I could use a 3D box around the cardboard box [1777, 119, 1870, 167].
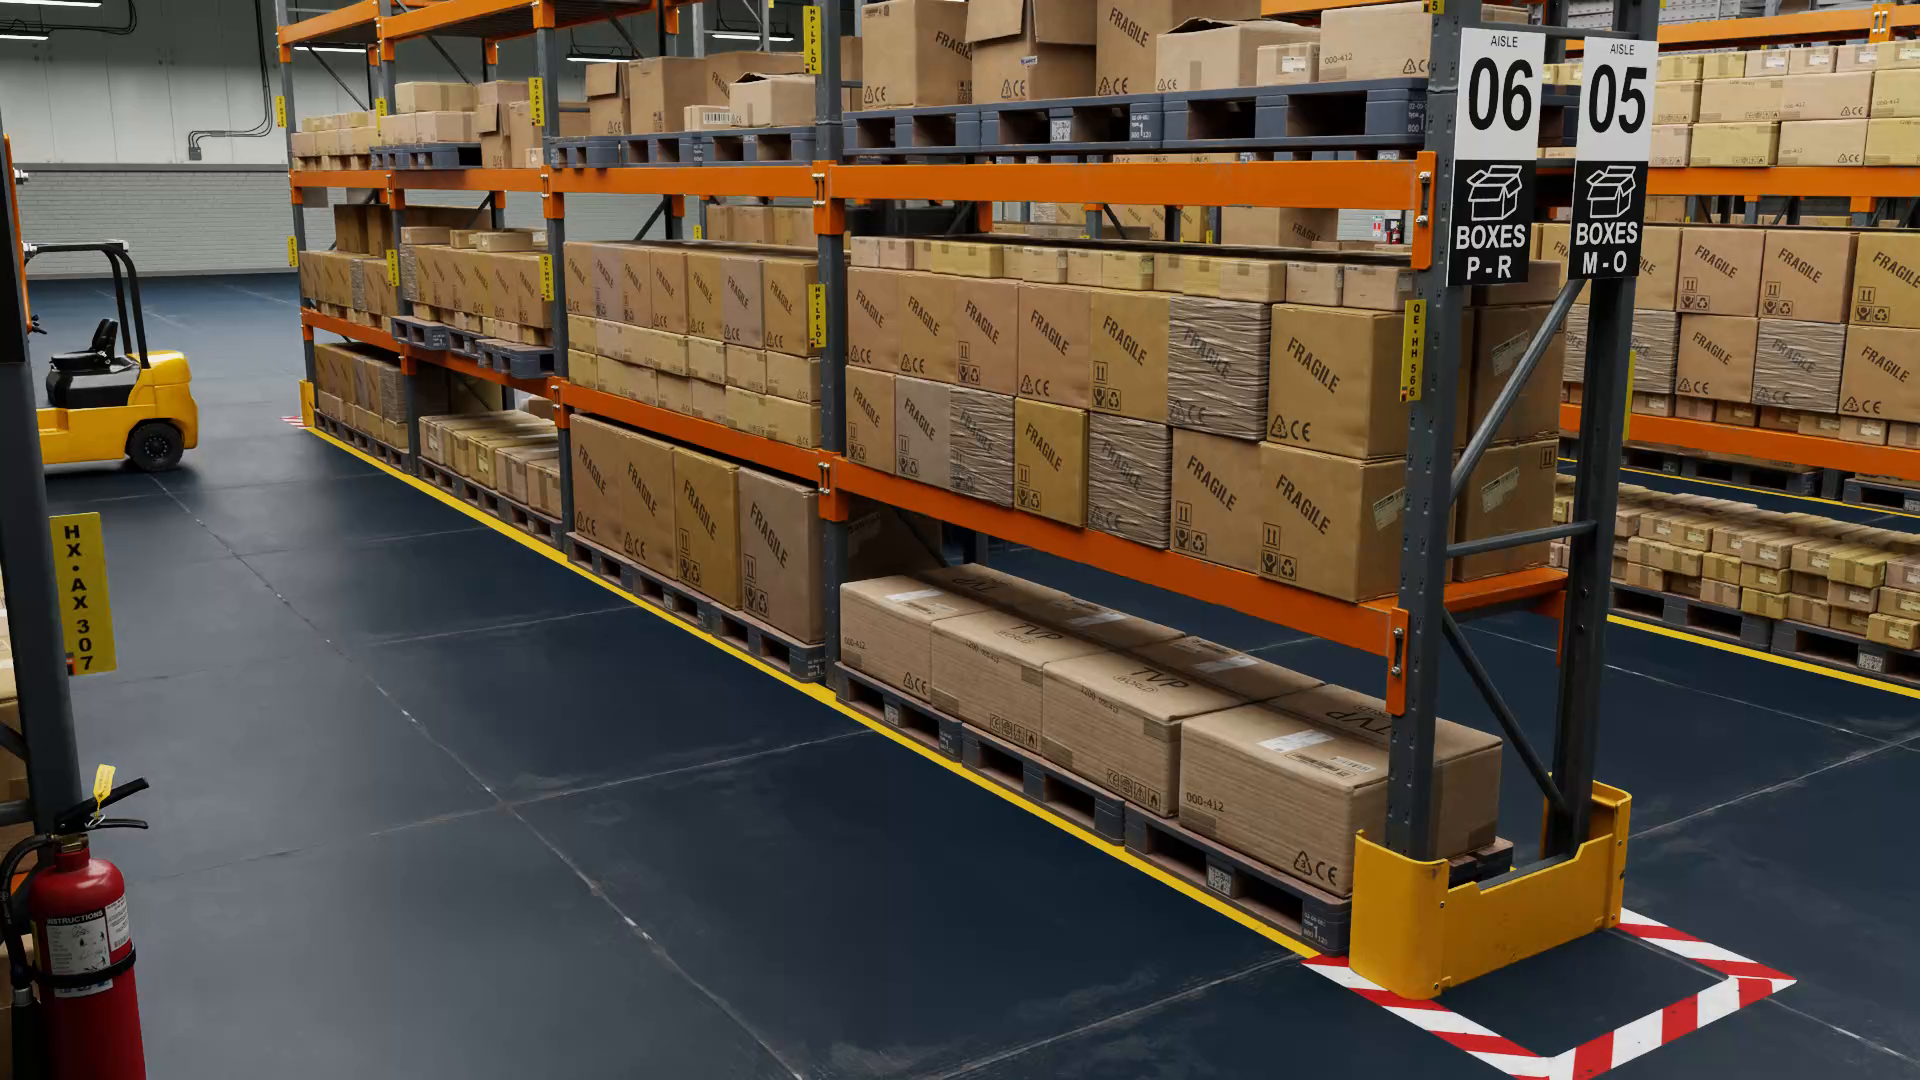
[{"bbox_3d":[4.966,-2.217,9.307,0.500,0.250,0.500,-7,14,-30],"label":"cardboard box"}]

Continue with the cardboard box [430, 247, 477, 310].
[{"bbox_3d":[-4.161,-2.229,14.120,0.500,0.500,0.500,-8,15,-33],"label":"cardboard box"}]

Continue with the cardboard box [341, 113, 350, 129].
[{"bbox_3d":[-5.855,-4.111,16.340,0.380,0.149,0.250,-8,15,-32],"label":"cardboard box"}]

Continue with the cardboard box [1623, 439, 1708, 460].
[{"bbox_3d":[7.093,-1.313,15.837,1.225,0.875,0.875,-9,15,-35],"label":"cardboard box"}]

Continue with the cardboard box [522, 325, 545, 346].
[{"bbox_3d":[-3.093,-1.566,12.608,0.380,0.149,0.250,-8,15,-32],"label":"cardboard box"}]

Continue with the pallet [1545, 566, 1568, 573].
[{"bbox_3d":[4.176,0.171,11.587,1.003,0.211,1.213,-8,15,-33],"label":"pallet"}]

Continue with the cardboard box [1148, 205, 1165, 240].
[{"bbox_3d":[2.771,-4.118,21.398,0.500,0.500,0.500,-8,15,-33],"label":"cardboard box"}]

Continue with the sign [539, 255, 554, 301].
[{"bbox_3d":[-2.953,-1.875,11.891,0.100,0.325,0.005,-8,15,-33],"label":"sign"}]

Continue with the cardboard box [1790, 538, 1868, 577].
[{"bbox_3d":[5.055,0.101,9.675,0.380,0.149,0.250,-9,15,-35],"label":"cardboard box"}]

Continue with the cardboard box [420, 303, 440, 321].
[{"bbox_3d":[-4.549,-2.027,14.714,0.380,0.149,0.250,-8,15,-32],"label":"cardboard box"}]

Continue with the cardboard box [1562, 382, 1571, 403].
[{"bbox_3d":[4.055,-1.017,11.077,0.380,0.149,0.250,-9,15,-35],"label":"cardboard box"}]

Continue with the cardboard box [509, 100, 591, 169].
[{"bbox_3d":[-3.023,-3.098,12.753,0.700,0.500,0.500,-8,15,-33],"label":"cardboard box"}]

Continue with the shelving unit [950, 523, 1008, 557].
[{"bbox_3d":[0.137,-0.506,12.367,0.258,1.200,0.503,-6,14,-24],"label":"shelving unit"}]

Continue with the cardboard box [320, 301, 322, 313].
[{"bbox_3d":[-6.692,-2.529,17.995,0.380,0.149,0.250,-9,15,-35],"label":"cardboard box"}]

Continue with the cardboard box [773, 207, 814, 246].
[{"bbox_3d":[-1.720,-3.690,19.834,0.875,0.550,0.500,-8,15,-33],"label":"cardboard box"}]

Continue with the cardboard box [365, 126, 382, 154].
[{"bbox_3d":[-5.192,-3.710,15.439,0.500,0.250,0.500,-8,15,-33],"label":"cardboard box"}]

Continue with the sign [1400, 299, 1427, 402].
[{"bbox_3d":[1.466,-0.611,5.370,0.100,0.325,0.005,-8,15,-33],"label":"sign"}]

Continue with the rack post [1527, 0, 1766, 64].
[{"bbox_3d":[8.813,-6.573,21.388,1.013,1.000,3.121,-8,15,-33],"label":"rack post"}]

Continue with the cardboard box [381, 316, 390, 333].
[{"bbox_3d":[-5.299,-2.068,15.883,0.380,0.149,0.250,-8,15,-32],"label":"cardboard box"}]

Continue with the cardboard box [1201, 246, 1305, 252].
[{"bbox_3d":[1.253,-1.174,7.116,0.380,0.149,0.250,-8,15,-32],"label":"cardboard box"}]

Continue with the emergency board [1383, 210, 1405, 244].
[{"bbox_3d":[10.128,-7.258,39.030,0.194,1.169,0.643,-8,15,-33],"label":"emergency board"}]

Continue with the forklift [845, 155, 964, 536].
[{"bbox_3d":[-0.435,-1.713,13.833,1.130,2.935,3.031,-4,13,-20],"label":"forklift"}]

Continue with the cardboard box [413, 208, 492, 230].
[{"bbox_3d":[-4.786,-2.912,15.887,0.700,0.500,0.500,-8,15,-33],"label":"cardboard box"}]

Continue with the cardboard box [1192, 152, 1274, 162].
[{"bbox_3d":[2.217,-3.223,13.323,0.500,0.500,0.500,-8,15,-33],"label":"cardboard box"}]

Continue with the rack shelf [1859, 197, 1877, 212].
[{"bbox_3d":[9.068,-2.634,12.548,1.077,0.370,4.000,-8,15,-33],"label":"rack shelf"}]

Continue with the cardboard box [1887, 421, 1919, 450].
[{"bbox_3d":[5.317,-0.589,9.120,0.380,0.149,0.250,-8,15,-33],"label":"cardboard box"}]

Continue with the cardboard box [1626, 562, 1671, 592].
[{"bbox_3d":[4.461,0.210,10.573,0.380,0.149,0.250,-9,15,-34],"label":"cardboard box"}]

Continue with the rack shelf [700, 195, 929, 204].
[{"bbox_3d":[-1.766,-4.199,19.705,1.077,0.370,4.000,-8,15,-33],"label":"rack shelf"}]

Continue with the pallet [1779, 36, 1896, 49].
[{"bbox_3d":[10.241,-5.685,19.171,1.213,0.211,1.003,-8,15,-33],"label":"pallet"}]

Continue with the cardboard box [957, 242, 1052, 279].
[{"bbox_3d":[0.210,-1.284,7.619,0.380,0.149,0.250,-9,15,-34],"label":"cardboard box"}]

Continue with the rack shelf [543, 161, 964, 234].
[{"bbox_3d":[-1.398,-2.173,10.438,1.077,0.370,4.000,-8,15,-33],"label":"rack shelf"}]

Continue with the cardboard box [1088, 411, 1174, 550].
[{"bbox_3d":[0.880,-0.276,6.869,0.500,0.500,0.500,-8,14,-31],"label":"cardboard box"}]

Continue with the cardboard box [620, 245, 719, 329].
[{"bbox_3d":[-1.880,-1.654,10.829,0.500,0.500,0.500,-8,14,-31],"label":"cardboard box"}]

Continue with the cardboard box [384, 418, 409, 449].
[{"bbox_3d":[-5.274,-1.061,16.145,0.500,0.250,0.500,-7,14,-30],"label":"cardboard box"}]

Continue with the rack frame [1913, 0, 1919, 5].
[{"bbox_3d":[15.898,-7.988,28.327,1.000,3.000,0.127,-8,15,-33],"label":"rack frame"}]

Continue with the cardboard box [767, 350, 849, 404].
[{"bbox_3d":[-0.737,-0.923,9.244,0.500,0.250,0.500,-8,15,-33],"label":"cardboard box"}]

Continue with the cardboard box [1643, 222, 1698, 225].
[{"bbox_3d":[4.551,-1.846,11.013,0.500,0.500,0.500,-9,15,-35],"label":"cardboard box"}]

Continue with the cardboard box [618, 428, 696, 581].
[{"bbox_3d":[-1.702,-0.290,11.156,0.875,0.875,0.875,-8,15,-32],"label":"cardboard box"}]

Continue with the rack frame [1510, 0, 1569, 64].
[{"bbox_3d":[3.774,-4.238,11.175,1.000,3.000,0.127,-8,15,-33],"label":"rack frame"}]

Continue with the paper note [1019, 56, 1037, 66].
[{"bbox_3d":[0.277,-1.969,6.829,0.006,0.032,0.123,-8,15,-33],"label":"paper note"}]

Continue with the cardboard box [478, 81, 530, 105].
[{"bbox_3d":[-3.712,-3.700,13.938,0.500,0.250,0.500,-8,15,-32],"label":"cardboard box"}]

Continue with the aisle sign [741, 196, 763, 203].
[{"bbox_3d":[-2.664,-4.759,21.518,0.394,0.787,0.004,-8,15,-33],"label":"aisle sign"}]

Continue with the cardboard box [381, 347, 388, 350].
[{"bbox_3d":[-5.986,-1.861,18.050,0.500,0.500,0.500,-7,14,-31],"label":"cardboard box"}]

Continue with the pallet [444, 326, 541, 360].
[{"bbox_3d":[-3.637,-1.668,13.916,1.003,0.211,1.213,-8,15,-33],"label":"pallet"}]

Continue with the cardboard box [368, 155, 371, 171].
[{"bbox_3d":[-5.481,-3.637,16.039,0.380,0.149,0.250,-9,15,-35],"label":"cardboard box"}]

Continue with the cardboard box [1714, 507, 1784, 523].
[{"bbox_3d":[5.019,-0.097,10.581,0.380,0.149,0.250,-8,15,-33],"label":"cardboard box"}]

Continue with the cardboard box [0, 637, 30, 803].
[{"bbox_3d":[-2.231,0.412,3.611,0.500,0.250,0.500,-8,15,-32],"label":"cardboard box"}]

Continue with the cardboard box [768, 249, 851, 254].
[{"bbox_3d":[-0.876,-1.529,10.259,0.500,0.500,0.500,-9,15,-34],"label":"cardboard box"}]

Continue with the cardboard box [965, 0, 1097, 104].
[{"bbox_3d":[0.484,-2.237,7.588,0.797,0.503,0.637,-7,14,-28],"label":"cardboard box"}]

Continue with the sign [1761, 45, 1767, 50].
[{"bbox_3d":[9.413,-5.880,19.442,0.100,0.325,0.005,-8,15,-33],"label":"sign"}]

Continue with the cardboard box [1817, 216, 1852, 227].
[{"bbox_3d":[15.378,-5.408,29.119,0.500,0.500,0.500,-8,15,-33],"label":"cardboard box"}]

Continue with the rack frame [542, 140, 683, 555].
[{"bbox_3d":[-2.507,-1.414,12.308,1.000,3.000,0.127,-8,15,-33],"label":"rack frame"}]

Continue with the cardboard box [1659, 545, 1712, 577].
[{"bbox_3d":[4.571,0.111,10.329,0.380,0.149,0.250,-8,15,-32],"label":"cardboard box"}]

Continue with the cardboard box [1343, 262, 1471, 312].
[{"bbox_3d":[1.560,-0.886,5.798,0.380,0.149,0.250,-8,15,-32],"label":"cardboard box"}]

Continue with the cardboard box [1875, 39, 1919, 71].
[{"bbox_3d":[5.127,-2.586,8.892,0.380,0.149,0.250,-8,15,-32],"label":"cardboard box"}]

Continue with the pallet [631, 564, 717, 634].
[{"bbox_3d":[-1.461,0.314,10.932,1.003,0.211,1.213,-8,15,-33],"label":"pallet"}]

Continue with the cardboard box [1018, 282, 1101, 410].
[{"bbox_3d":[0.598,-0.854,7.170,0.500,0.500,0.500,-8,15,-33],"label":"cardboard box"}]
